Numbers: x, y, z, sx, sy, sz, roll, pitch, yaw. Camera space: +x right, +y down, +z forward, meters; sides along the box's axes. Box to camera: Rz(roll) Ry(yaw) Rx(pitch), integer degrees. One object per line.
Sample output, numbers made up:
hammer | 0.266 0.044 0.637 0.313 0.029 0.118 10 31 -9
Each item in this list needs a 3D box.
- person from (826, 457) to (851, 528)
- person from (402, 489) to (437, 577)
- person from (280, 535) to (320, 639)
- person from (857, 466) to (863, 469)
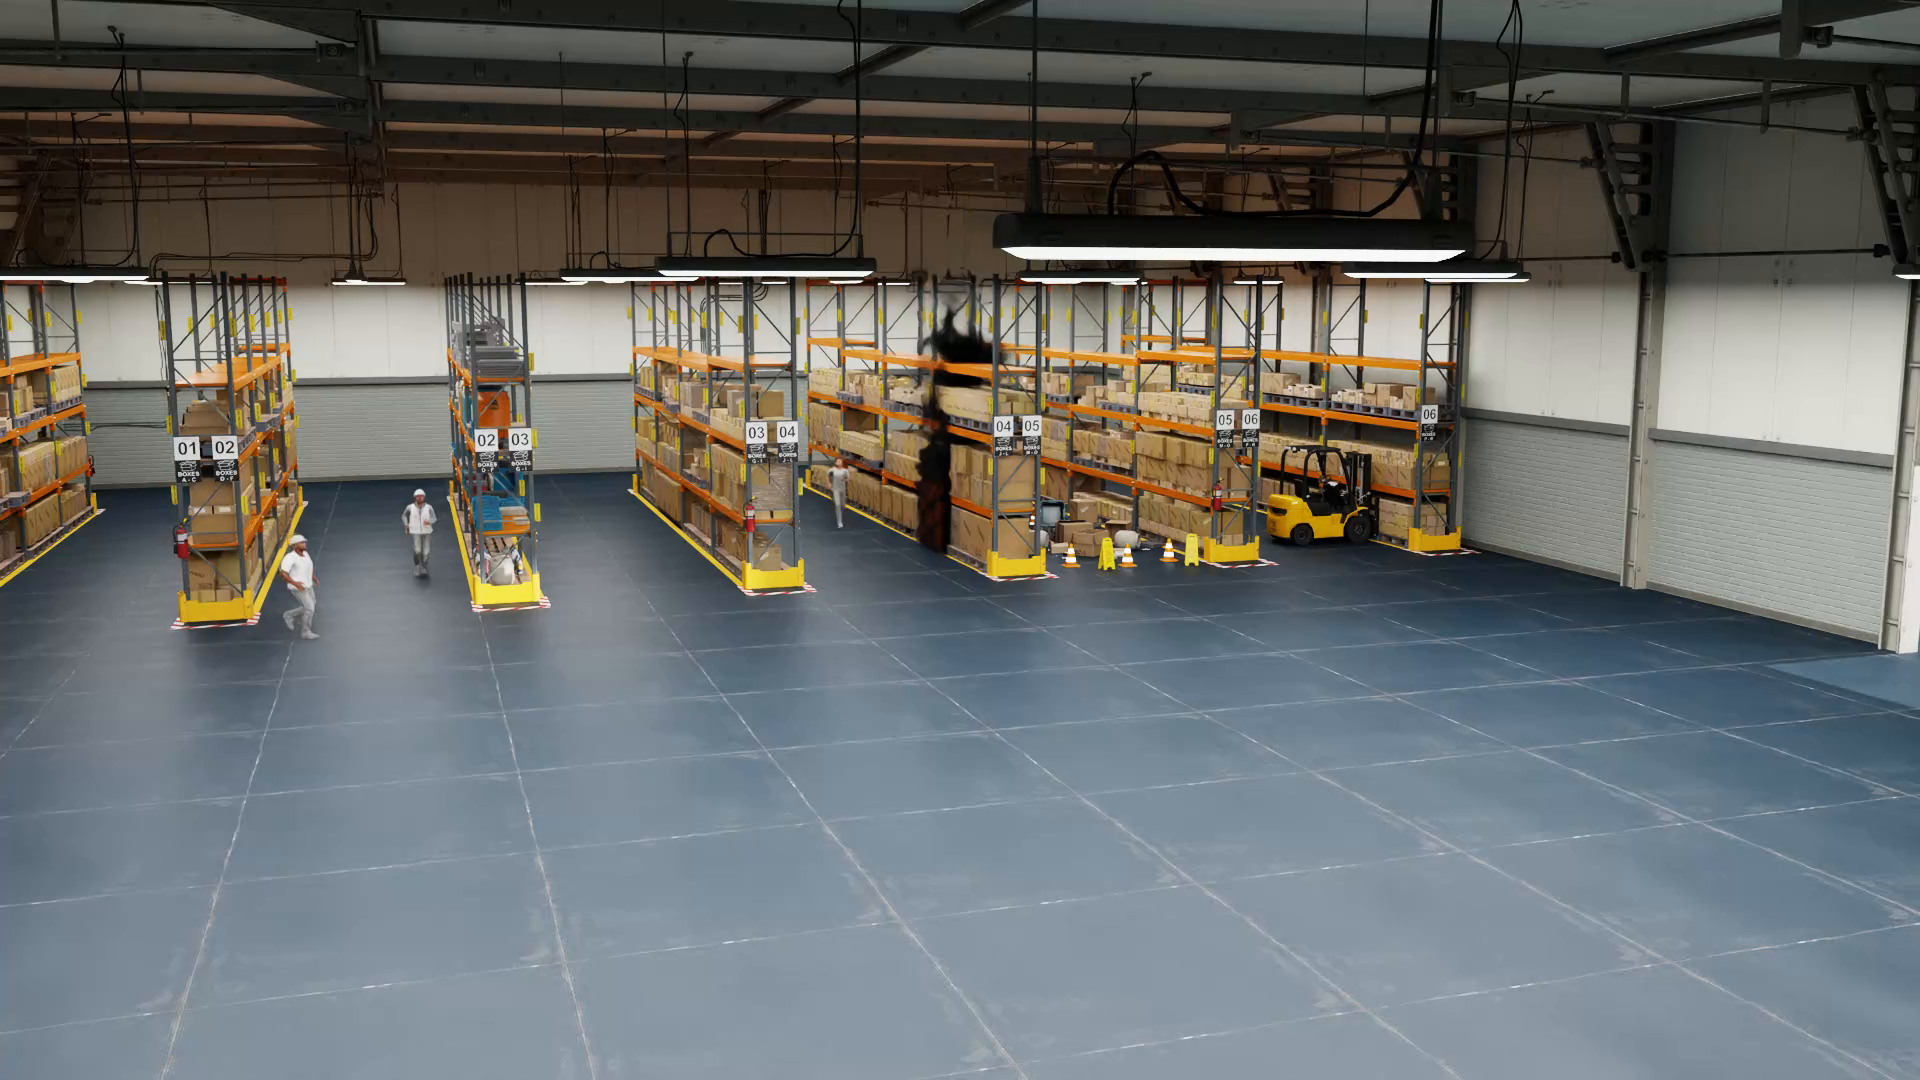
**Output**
person | -2.922 -1.181 40.183 0.563 1.661 0.963 -3 9 -17
person | -10.741 -0.134 33.119 0.638 1.751 0.670 -4 9 -24
person | -10.882 0.762 27.323 0.696 1.725 0.741 1 9 9
person | -2.934 -2.550 49.467 0.579 1.682 0.725 6 11 35
